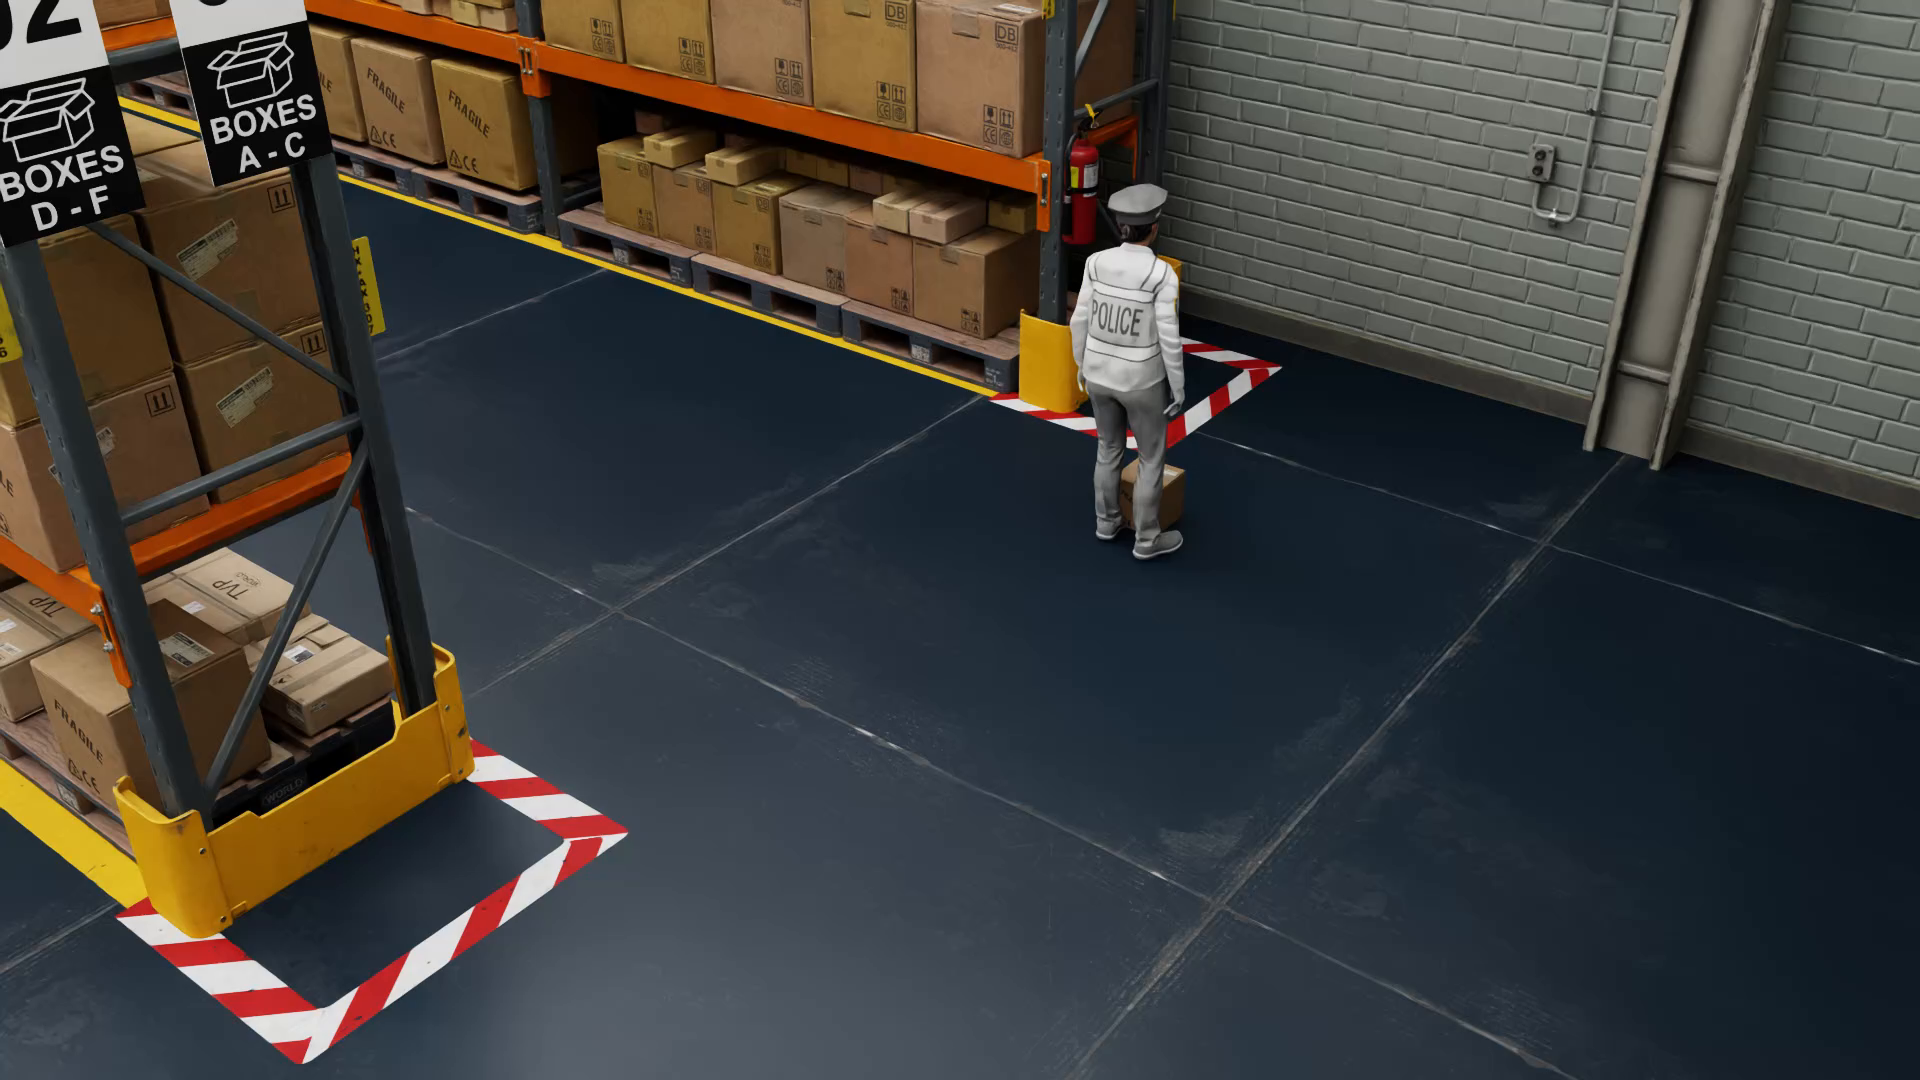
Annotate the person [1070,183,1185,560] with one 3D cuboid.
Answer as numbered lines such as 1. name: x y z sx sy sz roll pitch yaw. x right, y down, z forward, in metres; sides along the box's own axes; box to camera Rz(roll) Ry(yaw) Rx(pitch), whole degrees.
1. person: 0.751 -0.719 7.322 0.546 1.664 0.414 19 36 28
